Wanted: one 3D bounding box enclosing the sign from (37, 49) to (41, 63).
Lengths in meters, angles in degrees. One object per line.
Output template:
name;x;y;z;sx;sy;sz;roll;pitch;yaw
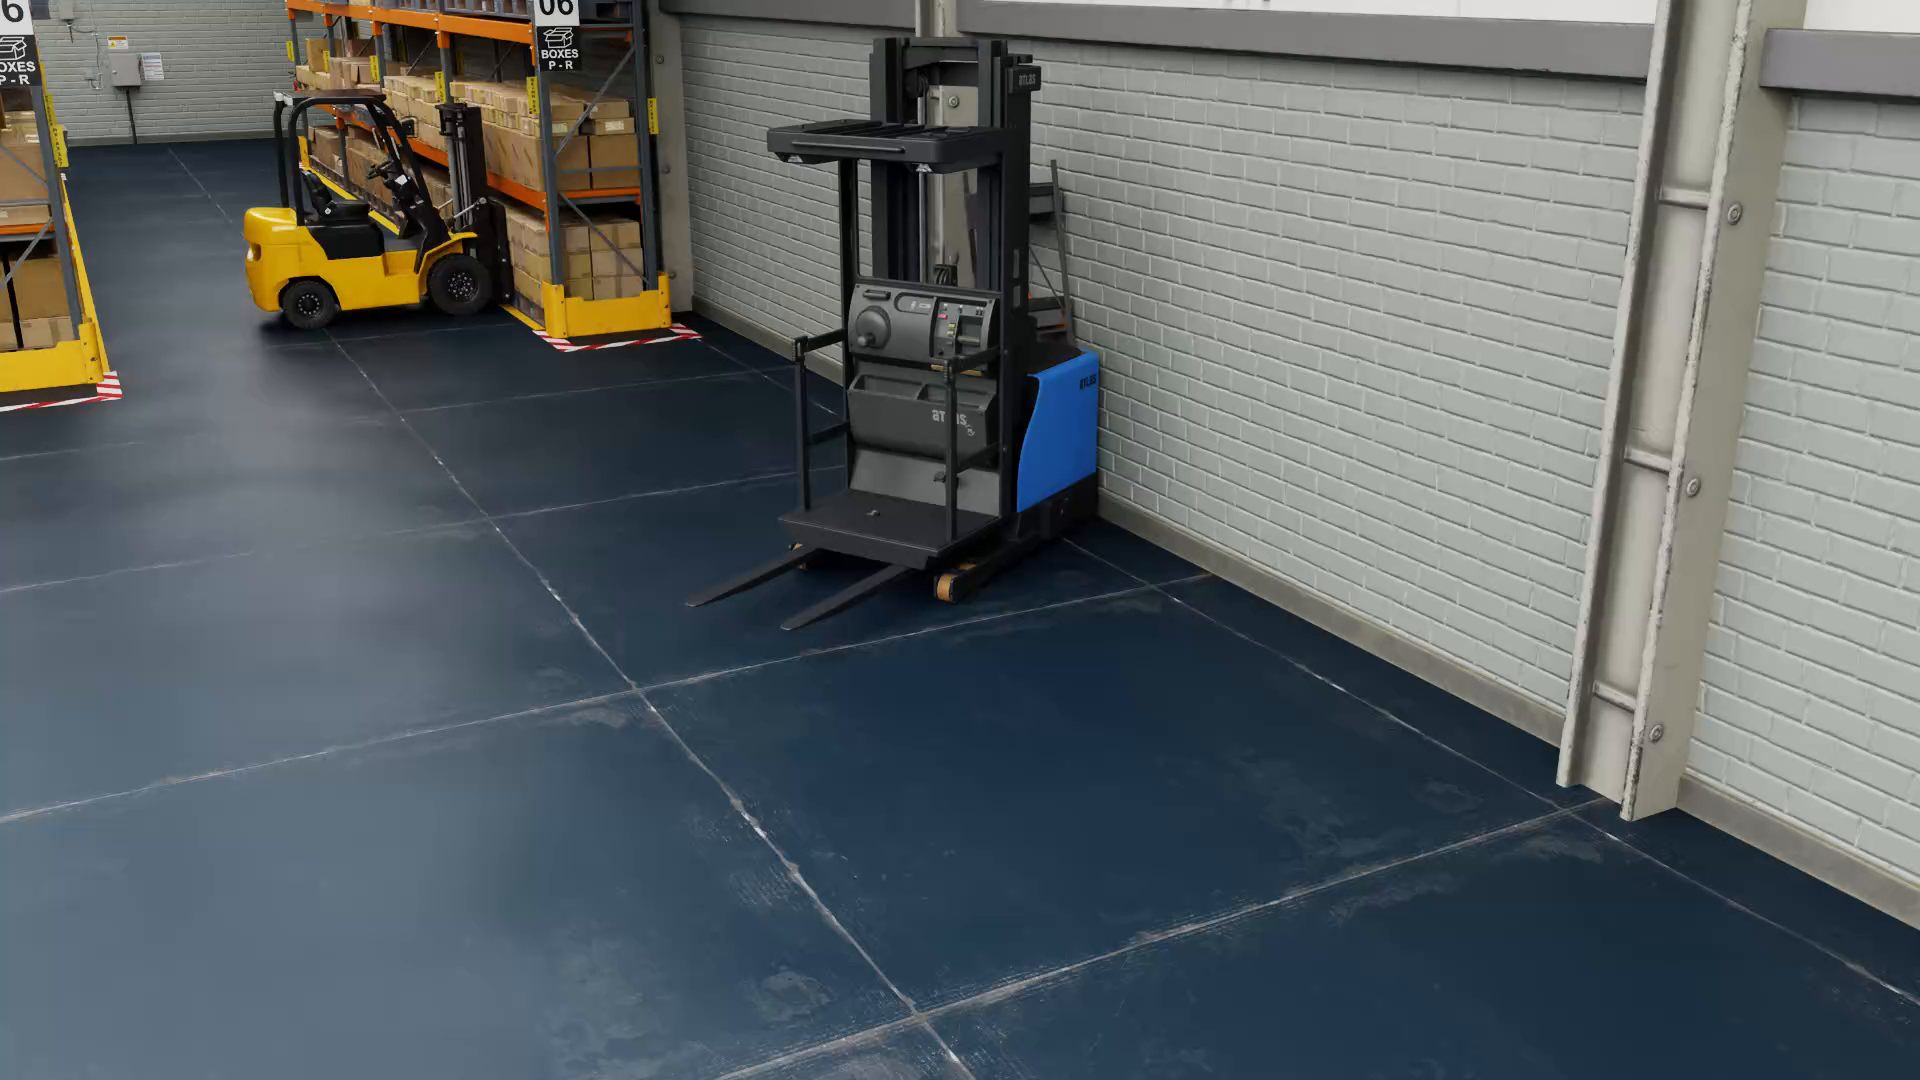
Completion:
sign;-12.976;-6.724;23.365;0.100;0.325;0.005;-10;21;-27

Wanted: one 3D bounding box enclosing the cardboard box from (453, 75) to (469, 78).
cardboard box;-6.627;-5.983;21.723;0.380;0.149;0.250;-9;21;-25

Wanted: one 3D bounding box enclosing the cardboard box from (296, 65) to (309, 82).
cardboard box;-11.003;-7.943;28.325;0.500;0.250;0.500;-10;21;-26

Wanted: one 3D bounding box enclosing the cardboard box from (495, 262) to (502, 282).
cardboard box;-4.609;-2.872;17.426;0.500;0.250;0.500;-9;21;-25

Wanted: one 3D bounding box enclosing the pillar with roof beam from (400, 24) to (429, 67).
pillar with roof beam;-12.408;-9.406;23.593;9.100;9.000;0.400;-10;21;-27

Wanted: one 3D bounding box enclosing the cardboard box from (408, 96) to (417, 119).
cardboard box;-6.453;-5.309;20.382;0.500;0.250;0.500;-10;21;-26

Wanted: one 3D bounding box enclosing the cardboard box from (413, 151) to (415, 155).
cardboard box;-7.661;-5.569;23.867;0.380;0.149;0.250;-10;22;-28

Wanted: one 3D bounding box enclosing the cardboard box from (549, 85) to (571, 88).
cardboard box;-4.366;-4.758;17.718;0.380;0.149;0.250;-10;22;-28

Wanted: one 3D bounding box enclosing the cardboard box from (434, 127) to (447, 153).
cardboard box;-5.753;-4.634;19.191;0.500;0.250;0.500;-9;21;-25

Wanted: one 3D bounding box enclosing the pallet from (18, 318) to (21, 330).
pallet;-8.716;-1.974;15.529;1.003;0.211;1.213;-10;21;-27

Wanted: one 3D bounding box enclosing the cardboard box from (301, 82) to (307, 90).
cardboard box;-11.067;-7.790;28.492;0.380;0.149;0.250;-10;21;-27

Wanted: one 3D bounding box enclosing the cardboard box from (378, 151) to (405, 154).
cardboard box;-7.883;-5.331;23.175;0.380;0.149;0.250;-11;22;-28

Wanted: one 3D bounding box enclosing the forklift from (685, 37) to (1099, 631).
forklift;-0.330;-1.210;9.146;1.130;2.935;3.031;11;22;30

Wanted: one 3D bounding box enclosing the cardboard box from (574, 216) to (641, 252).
cardboard box;-3.445;-2.991;16.239;0.500;0.250;0.500;-10;22;-27

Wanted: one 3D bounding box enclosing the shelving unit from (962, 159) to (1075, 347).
shelving unit;0.418;-1.320;10.610;0.431;2.100;0.503;-11;10;-26

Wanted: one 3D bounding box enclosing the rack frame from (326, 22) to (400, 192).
rack frame;-9.082;-6.897;25.520;1.000;3.000;0.127;-10;21;-27

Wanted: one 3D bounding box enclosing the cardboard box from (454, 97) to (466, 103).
cardboard box;-5.363;-4.822;18.359;0.380;0.149;0.250;-10;22;-28

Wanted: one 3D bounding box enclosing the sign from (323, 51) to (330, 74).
sign;-9.556;-7.220;25.129;0.100;0.325;0.005;-10;21;-27

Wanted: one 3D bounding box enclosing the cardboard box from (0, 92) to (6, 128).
cardboard box;-8.866;-3.897;14.685;0.700;0.500;0.500;-10;21;-27

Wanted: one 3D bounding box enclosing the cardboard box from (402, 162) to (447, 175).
cardboard box;-6.898;-4.643;21.986;0.875;0.625;0.625;-9;21;-25

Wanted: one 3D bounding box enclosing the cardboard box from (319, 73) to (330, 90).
cardboard box;-9.789;-7.217;26.221;0.500;0.250;0.500;-10;21;-26

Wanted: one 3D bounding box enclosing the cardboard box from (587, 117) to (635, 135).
cardboard box;-3.316;-3.944;15.814;0.380;0.149;0.250;-11;22;-28

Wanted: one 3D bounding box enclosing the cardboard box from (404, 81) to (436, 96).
cardboard box;-6.668;-5.597;20.604;0.380;0.149;0.250;-9;21;-26

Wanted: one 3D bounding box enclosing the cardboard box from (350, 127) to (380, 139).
cardboard box;-8.980;-6.150;25.093;0.380;0.149;0.250;-11;22;-29

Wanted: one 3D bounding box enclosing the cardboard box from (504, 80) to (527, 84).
cardboard box;-4.866;-5.050;18.564;0.380;0.149;0.250;-10;21;-27

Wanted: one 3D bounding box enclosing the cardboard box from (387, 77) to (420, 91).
cardboard box;-7.163;-5.889;21.452;0.380;0.149;0.250;-9;21;-25

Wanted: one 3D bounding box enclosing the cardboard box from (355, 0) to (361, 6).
cardboard box;-7.879;-7.350;22.464;0.500;0.250;0.500;-10;21;-26

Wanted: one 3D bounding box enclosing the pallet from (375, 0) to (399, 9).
pallet;-6.782;-6.896;21.210;1.213;0.211;1.003;-9;21;-24

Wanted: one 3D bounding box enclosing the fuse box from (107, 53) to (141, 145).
fuse box;-16.128;-8.565;32.329;0.539;1.711;0.414;-10;21;-27

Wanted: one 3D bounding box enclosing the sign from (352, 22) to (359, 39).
sign;-10.483;-8.822;28.840;0.100;0.325;0.005;-10;21;-27

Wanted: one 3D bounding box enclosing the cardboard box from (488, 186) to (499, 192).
cardboard box;-5.330;-3.784;18.538;0.500;0.250;0.500;-10;22;-27

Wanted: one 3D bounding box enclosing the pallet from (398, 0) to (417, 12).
pallet;-6.248;-6.576;20.281;1.003;0.211;1.213;-9;21;-24

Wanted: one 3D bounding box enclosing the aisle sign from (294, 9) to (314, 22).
aisle sign;-11.272;-9.248;28.349;0.394;0.787;0.004;-10;21;-27

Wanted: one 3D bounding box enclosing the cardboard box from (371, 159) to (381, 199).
cardboard box;-8.052;-5.149;23.642;0.500;0.500;0.500;-9;21;-24

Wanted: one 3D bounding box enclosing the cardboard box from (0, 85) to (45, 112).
cardboard box;-9.620;-4.396;17.019;0.500;0.500;0.500;-9;21;-25

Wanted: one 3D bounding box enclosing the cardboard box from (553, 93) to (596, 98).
cardboard box;-3.839;-4.375;16.608;0.380;0.149;0.250;-9;21;-25

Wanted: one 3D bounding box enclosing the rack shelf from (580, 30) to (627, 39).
rack shelf;-4.333;-5.172;16.806;0.831;0.071;3.687;-10;21;-27

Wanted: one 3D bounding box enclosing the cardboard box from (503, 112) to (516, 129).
cardboard box;-4.288;-4.157;16.433;0.380;0.149;0.250;-11;22;-28

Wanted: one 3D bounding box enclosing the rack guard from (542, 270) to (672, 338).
rack guard;-3.372;-2.264;15.925;1.175;0.500;0.348;-10;21;-27

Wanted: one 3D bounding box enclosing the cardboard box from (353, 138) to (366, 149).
cardboard box;-8.946;-6.009;25.140;0.380;0.149;0.250;-11;22;-28

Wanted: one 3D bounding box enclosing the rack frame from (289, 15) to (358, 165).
rack frame;-10.981;-8.045;28.848;1.000;3.000;0.127;-10;21;-27

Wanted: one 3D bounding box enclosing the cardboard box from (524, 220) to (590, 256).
cardboard box;-3.877;-2.907;15.997;0.500;0.250;0.500;-9;21;-25

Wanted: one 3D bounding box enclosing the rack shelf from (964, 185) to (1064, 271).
rack shelf;0.343;-1.994;10.501;0.431;0.518;0.480;-11;10;-26

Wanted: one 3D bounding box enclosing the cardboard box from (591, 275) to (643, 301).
cardboard box;-3.445;-2.522;16.414;0.500;0.250;0.500;-10;21;-26

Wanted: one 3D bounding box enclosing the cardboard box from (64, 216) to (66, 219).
cardboard box;-9.133;-2.955;16.520;0.500;0.500;0.500;-10;22;-27

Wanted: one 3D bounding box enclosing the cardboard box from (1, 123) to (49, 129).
cardboard box;-8.472;-3.488;15.032;0.500;0.500;0.500;-10;22;-28

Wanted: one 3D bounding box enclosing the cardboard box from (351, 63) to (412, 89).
cardboard box;-8.120;-6.436;23.382;0.797;0.503;0.637;-11;22;-28

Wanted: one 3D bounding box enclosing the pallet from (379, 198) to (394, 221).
pallet;-7.504;-4.651;23.285;1.003;0.211;1.213;-10;21;-27

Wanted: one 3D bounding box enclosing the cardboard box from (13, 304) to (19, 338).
cardboard box;-8.610;-1.921;14.672;0.500;0.250;0.500;-10;21;-26

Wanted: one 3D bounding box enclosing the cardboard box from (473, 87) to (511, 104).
cardboard box;-4.881;-4.664;17.447;0.380;0.149;0.250;-10;22;-28

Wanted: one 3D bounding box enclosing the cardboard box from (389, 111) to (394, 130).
cardboard box;-7.187;-5.513;21.738;0.500;0.250;0.500;-10;21;-26

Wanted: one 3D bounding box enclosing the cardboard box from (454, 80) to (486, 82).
cardboard box;-6.133;-5.693;20.885;0.380;0.149;0.250;-10;22;-28

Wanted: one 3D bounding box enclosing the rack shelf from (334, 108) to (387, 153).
rack shelf;-8.132;-5.983;23.974;1.077;0.370;4.000;-10;21;-27
